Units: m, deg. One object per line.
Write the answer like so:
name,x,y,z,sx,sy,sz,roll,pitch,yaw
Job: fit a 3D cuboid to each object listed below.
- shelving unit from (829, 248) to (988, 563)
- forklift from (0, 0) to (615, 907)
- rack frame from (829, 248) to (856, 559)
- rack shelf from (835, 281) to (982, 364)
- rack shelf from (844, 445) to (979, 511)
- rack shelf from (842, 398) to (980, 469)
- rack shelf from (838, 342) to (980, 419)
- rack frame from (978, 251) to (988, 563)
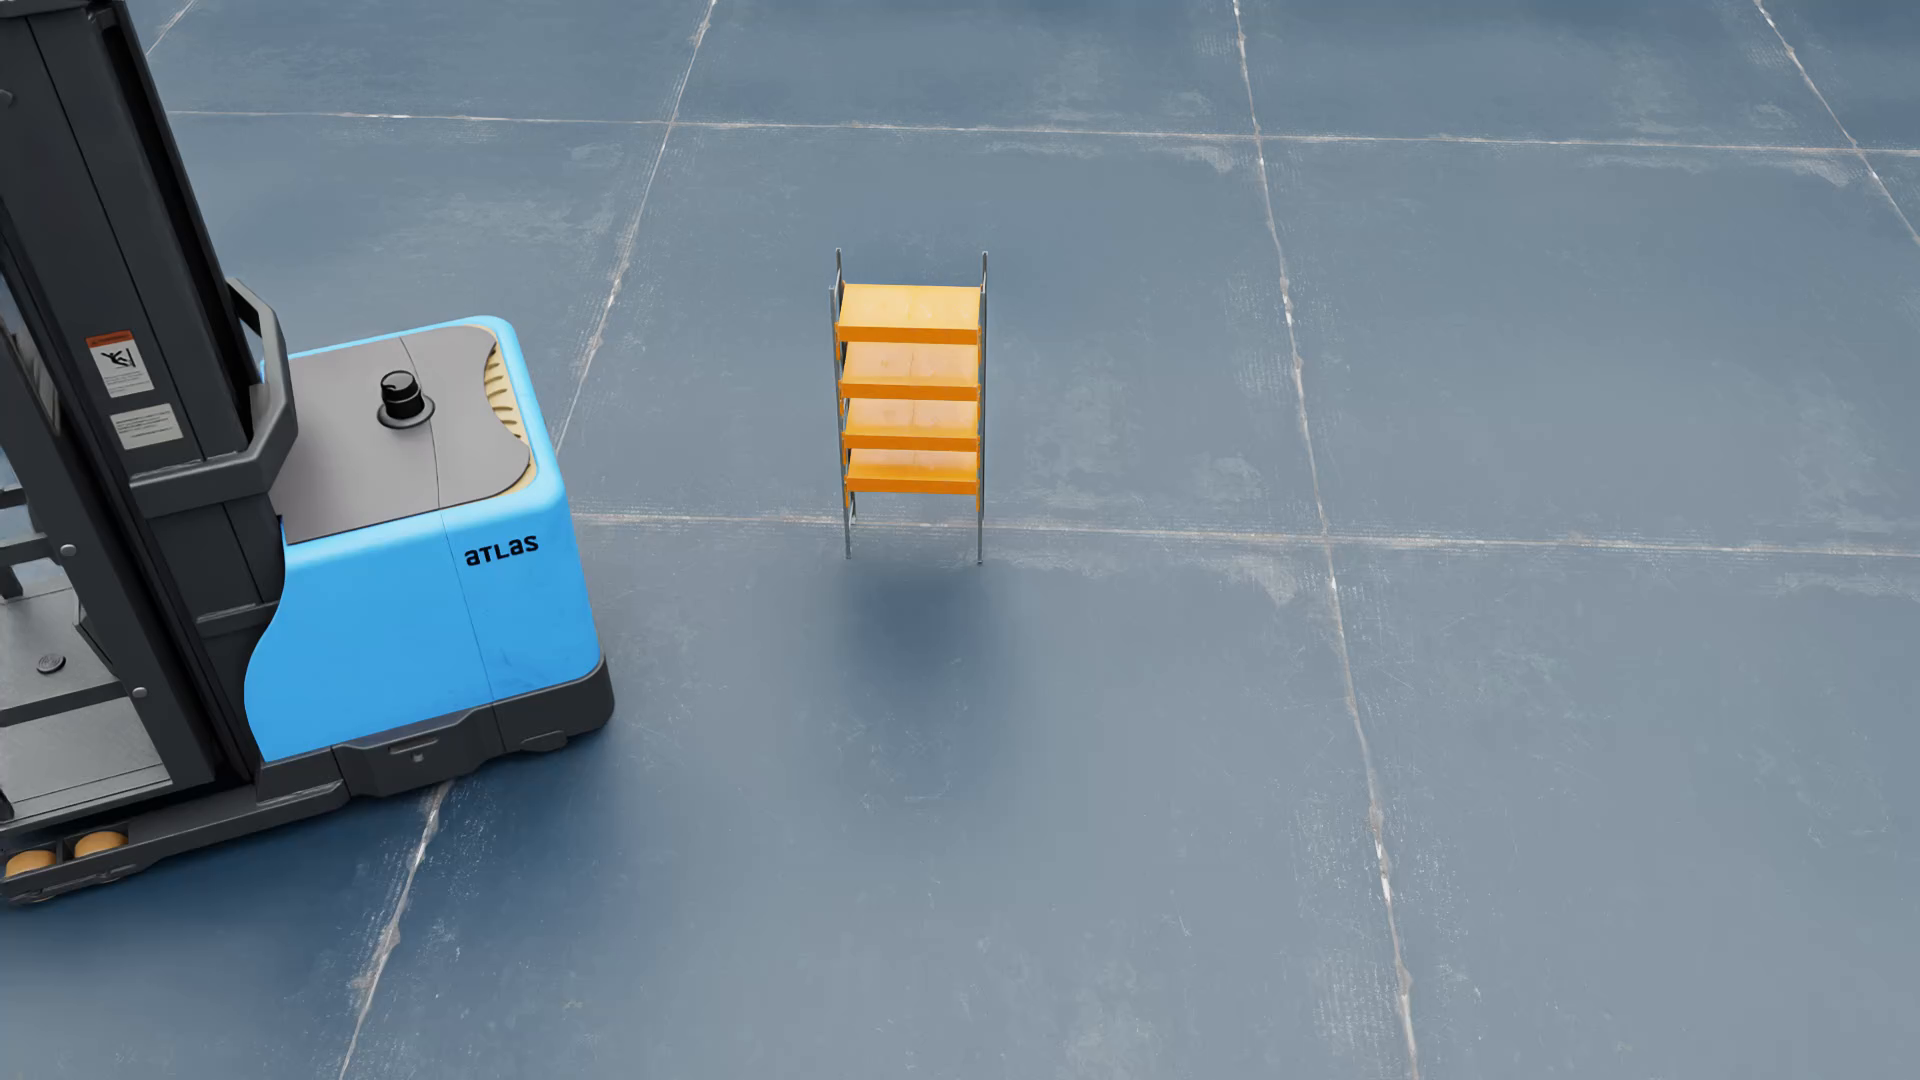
shelving unit,-0.165,-0.444,5.846,0.503,1.200,0.258,2,43,2
forklift,-2.722,-0.380,4.507,3.031,2.935,1.130,-15,45,-15
rack frame,-0.409,-0.452,5.855,0.015,1.200,0.240,2,43,2
rack shelf,-0.165,-0.732,5.579,0.480,0.148,0.258,2,43,2
rack shelf,-0.165,-0.250,6.028,0.480,0.148,0.258,2,43,2
rack shelf,-0.165,-0.395,5.892,0.480,0.148,0.258,2,43,2
rack shelf,-0.165,-0.559,5.740,0.480,0.148,0.258,2,43,2
rack frame,0.078,-0.437,5.838,0.015,1.200,0.240,2,43,2
